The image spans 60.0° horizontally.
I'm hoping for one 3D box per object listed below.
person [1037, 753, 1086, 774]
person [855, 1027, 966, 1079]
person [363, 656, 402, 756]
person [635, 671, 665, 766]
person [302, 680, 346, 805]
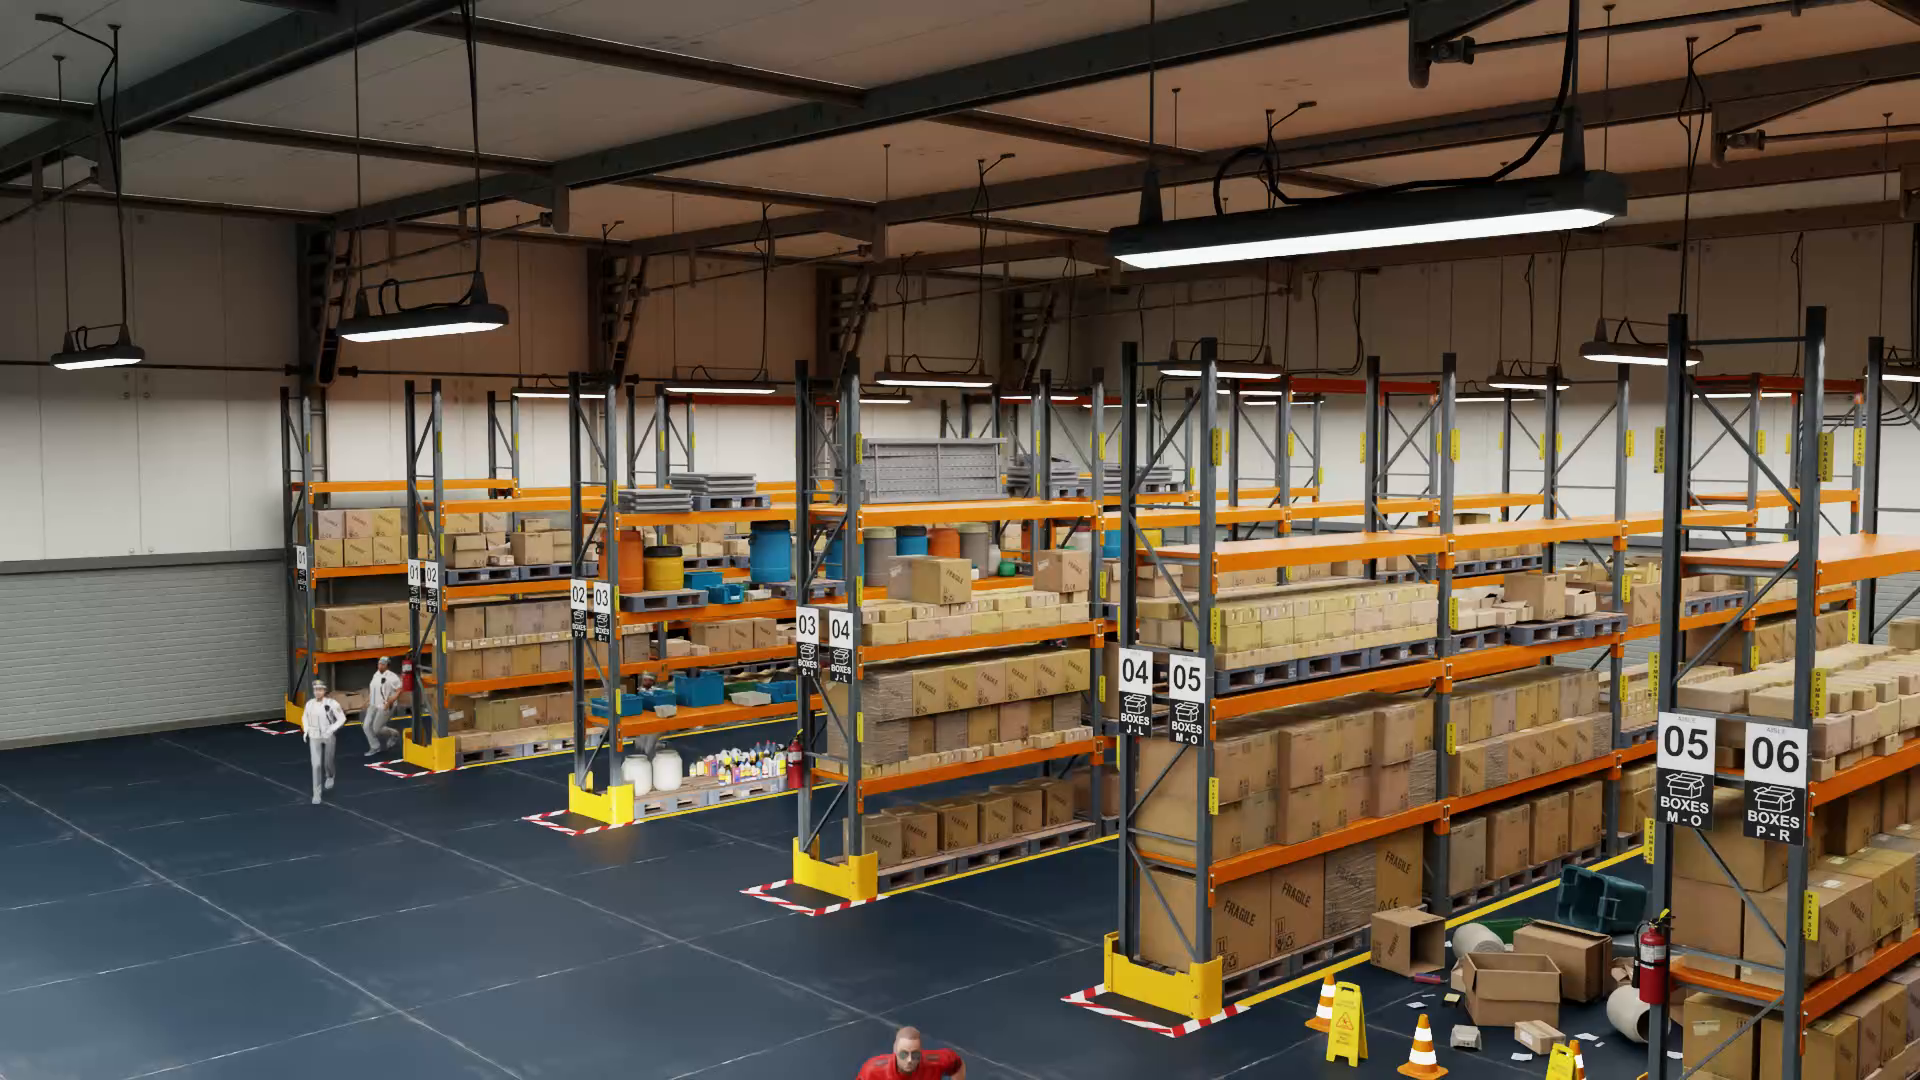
[{"bbox_3d":[1.630,2.662,25.547,0.625,1.832,1.068,3,5,37],"label":"person"},{"bbox_3d":[-0.323,3.710,10.272,0.700,1.694,1.008,0,4,-7],"label":"person"},{"bbox_3d":[-9.279,2.670,26.777,0.650,1.622,0.521,2,4,31],"label":"person"},{"bbox_3d":[-4.677,2.766,25.001,0.615,1.643,0.643,3,5,36],"label":"person"},{"bbox_3d":[-8.985,2.805,23.498,0.619,1.708,0.843,-1,4,-11],"label":"person"}]
